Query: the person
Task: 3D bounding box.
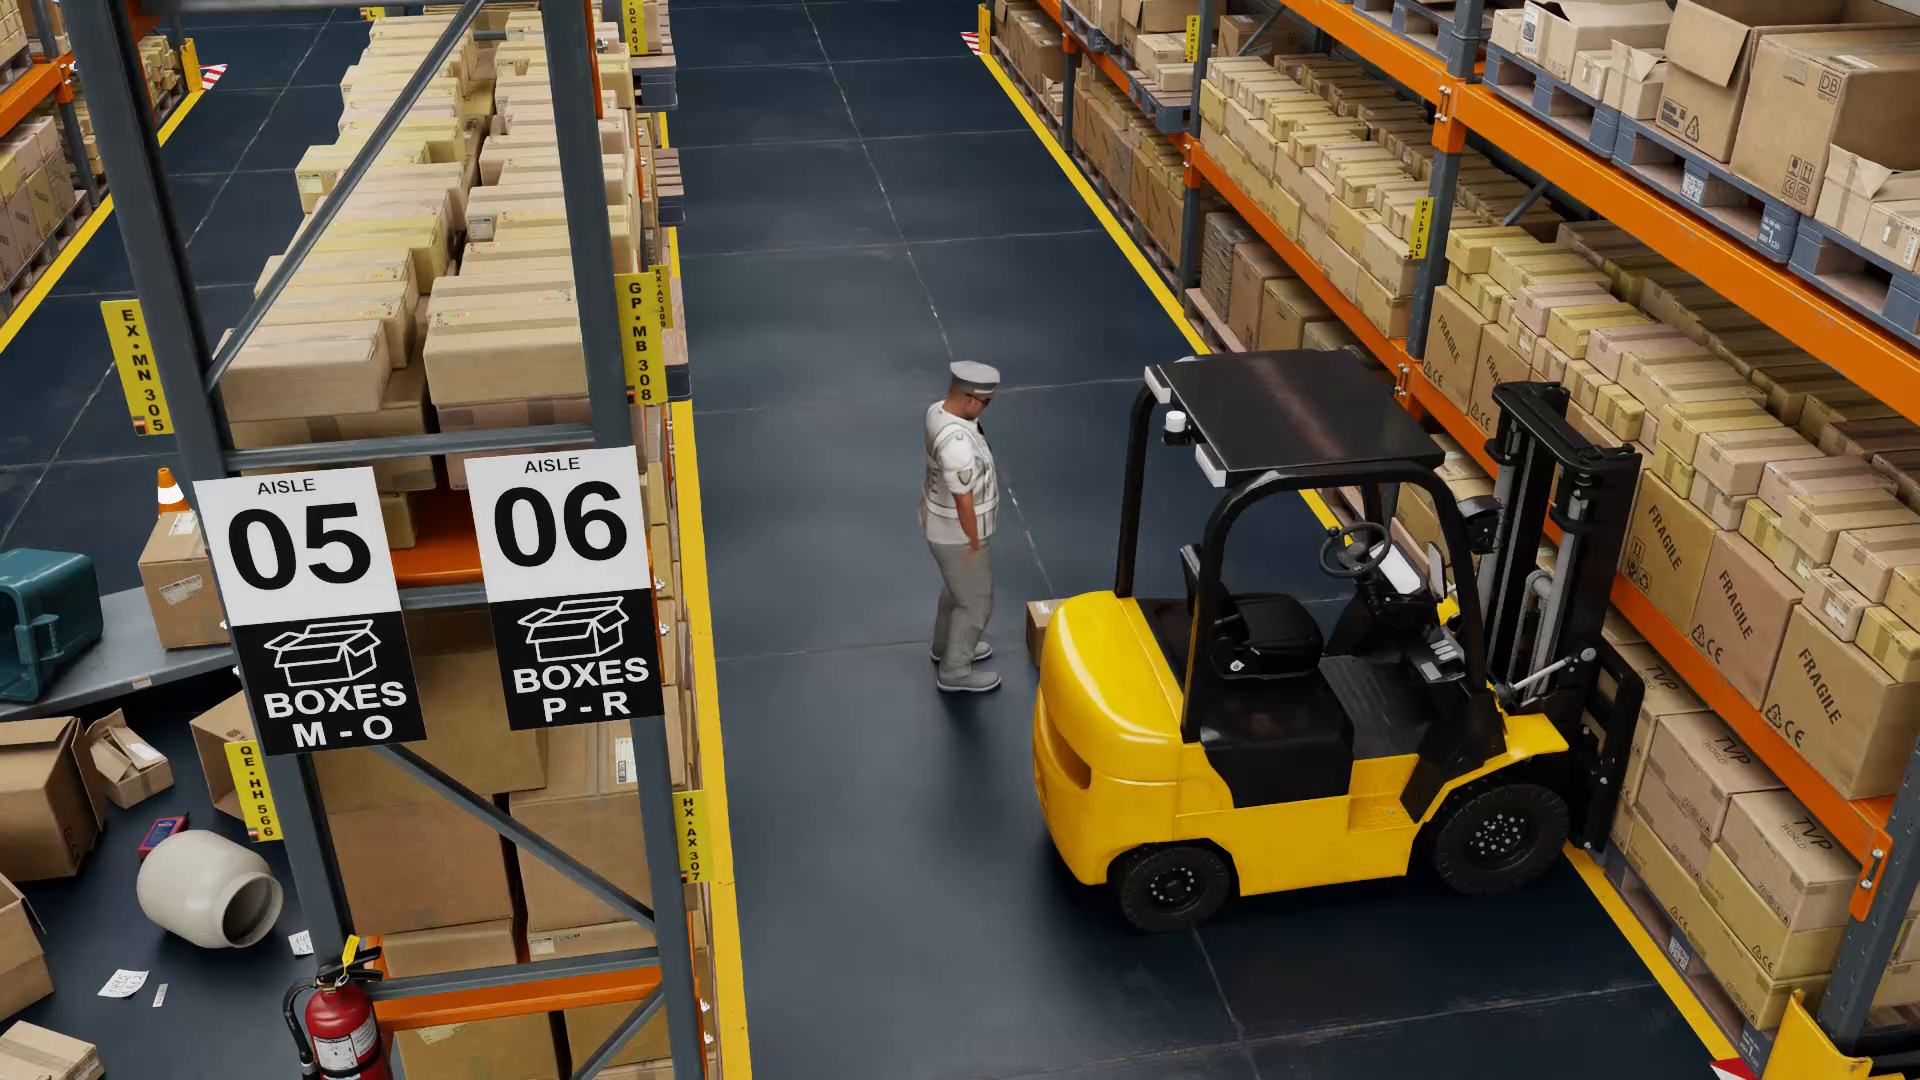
[{"bbox_3d":[-0.006,-0.069,8.278,0.392,1.731,0.538,-5,31,-8],"label":"person"}]
